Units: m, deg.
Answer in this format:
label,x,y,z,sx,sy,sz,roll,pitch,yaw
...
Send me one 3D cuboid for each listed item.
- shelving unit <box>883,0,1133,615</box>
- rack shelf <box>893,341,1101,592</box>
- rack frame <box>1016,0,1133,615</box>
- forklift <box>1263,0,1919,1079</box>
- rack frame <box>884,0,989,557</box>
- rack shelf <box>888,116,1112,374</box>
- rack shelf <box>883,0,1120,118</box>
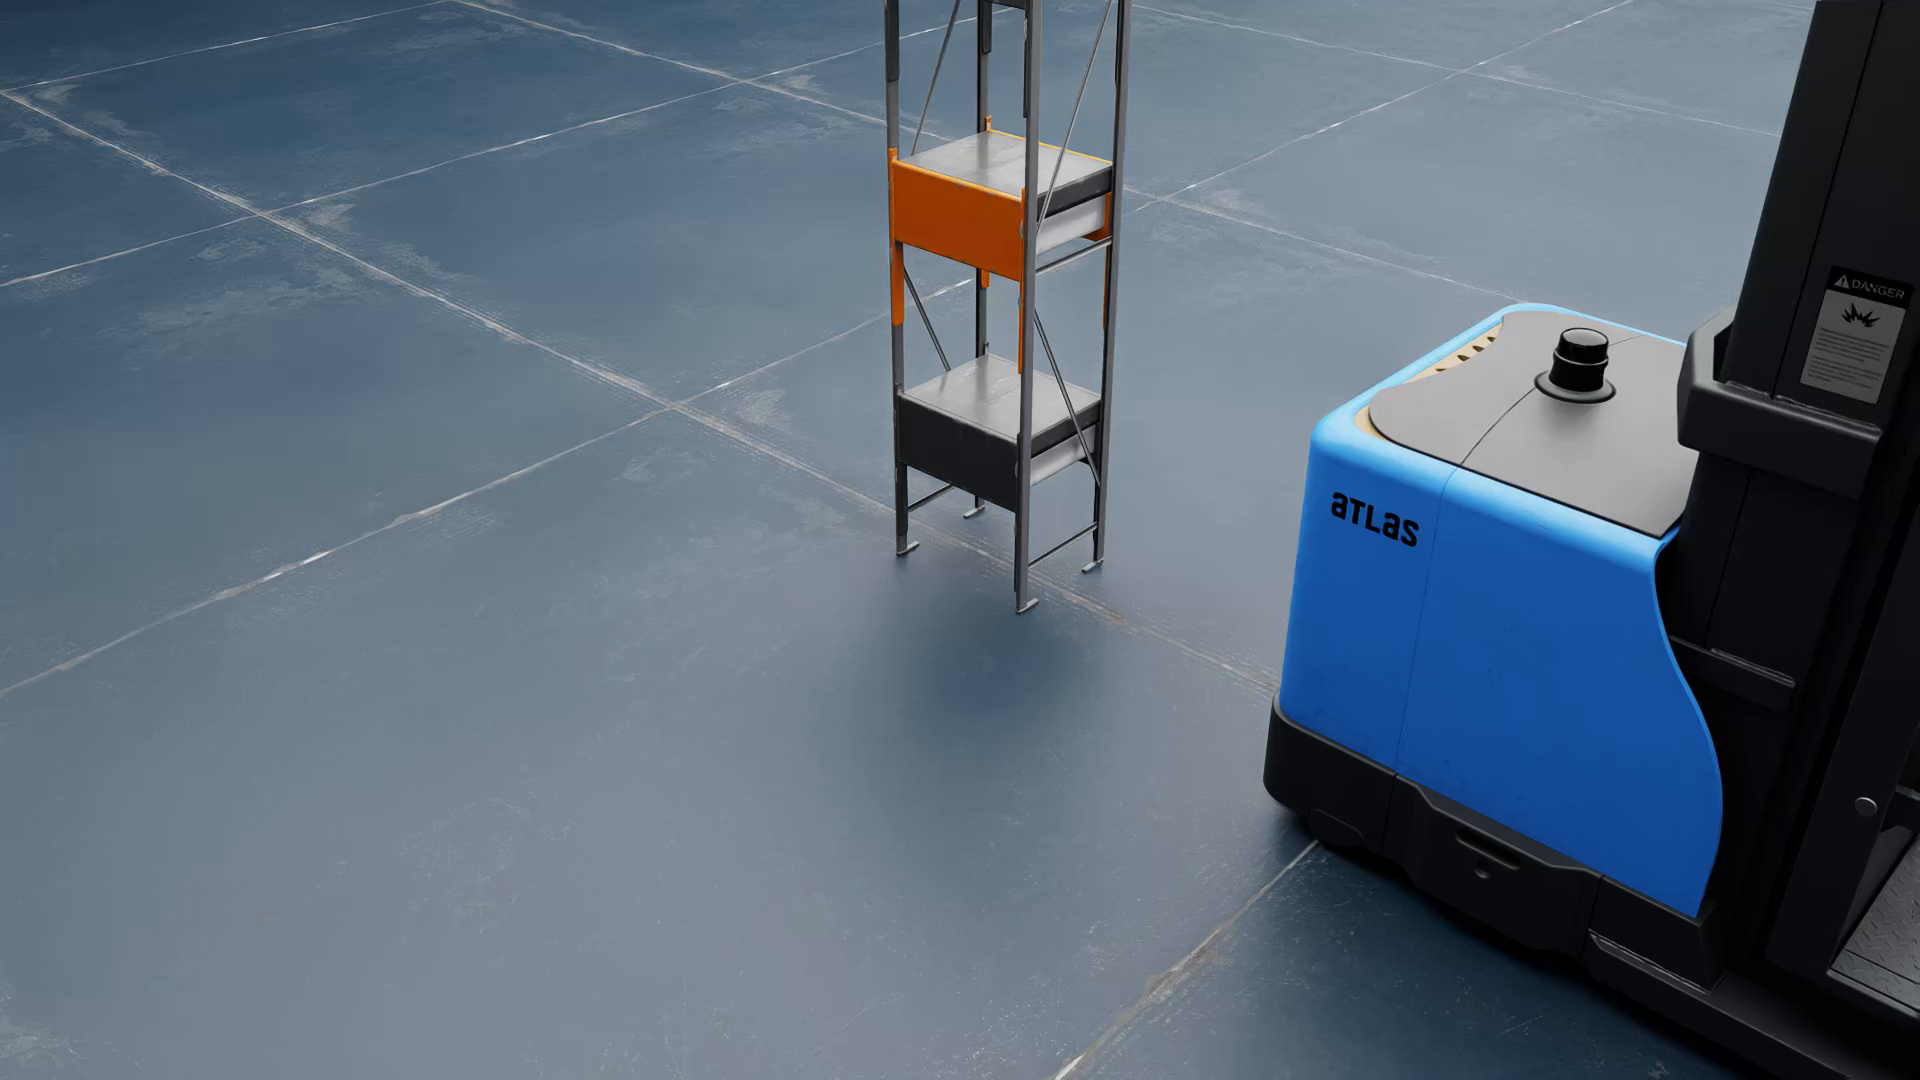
label,x,y,z,sx,sy,sz,roll,pitch,yaw
shelving unit,0.123,-0.842,4.613,0.503,2.100,0.431,25,39,35
rack shelf,0.123,-0.231,4.981,0.480,0.518,0.431,25,39,35
rack frame,0.304,-0.758,4.473,0.015,2.100,0.400,25,39,35
forklift,2.170,-0.253,2.828,3.031,2.935,1.130,26,39,36
rack frame,-0.058,-0.927,4.754,0.015,2.100,0.400,25,39,35
rack shelf,0.123,-0.831,4.620,0.480,0.518,0.431,25,39,35
rack shelf,0.123,-1.430,4.259,0.480,0.518,0.431,25,39,35
